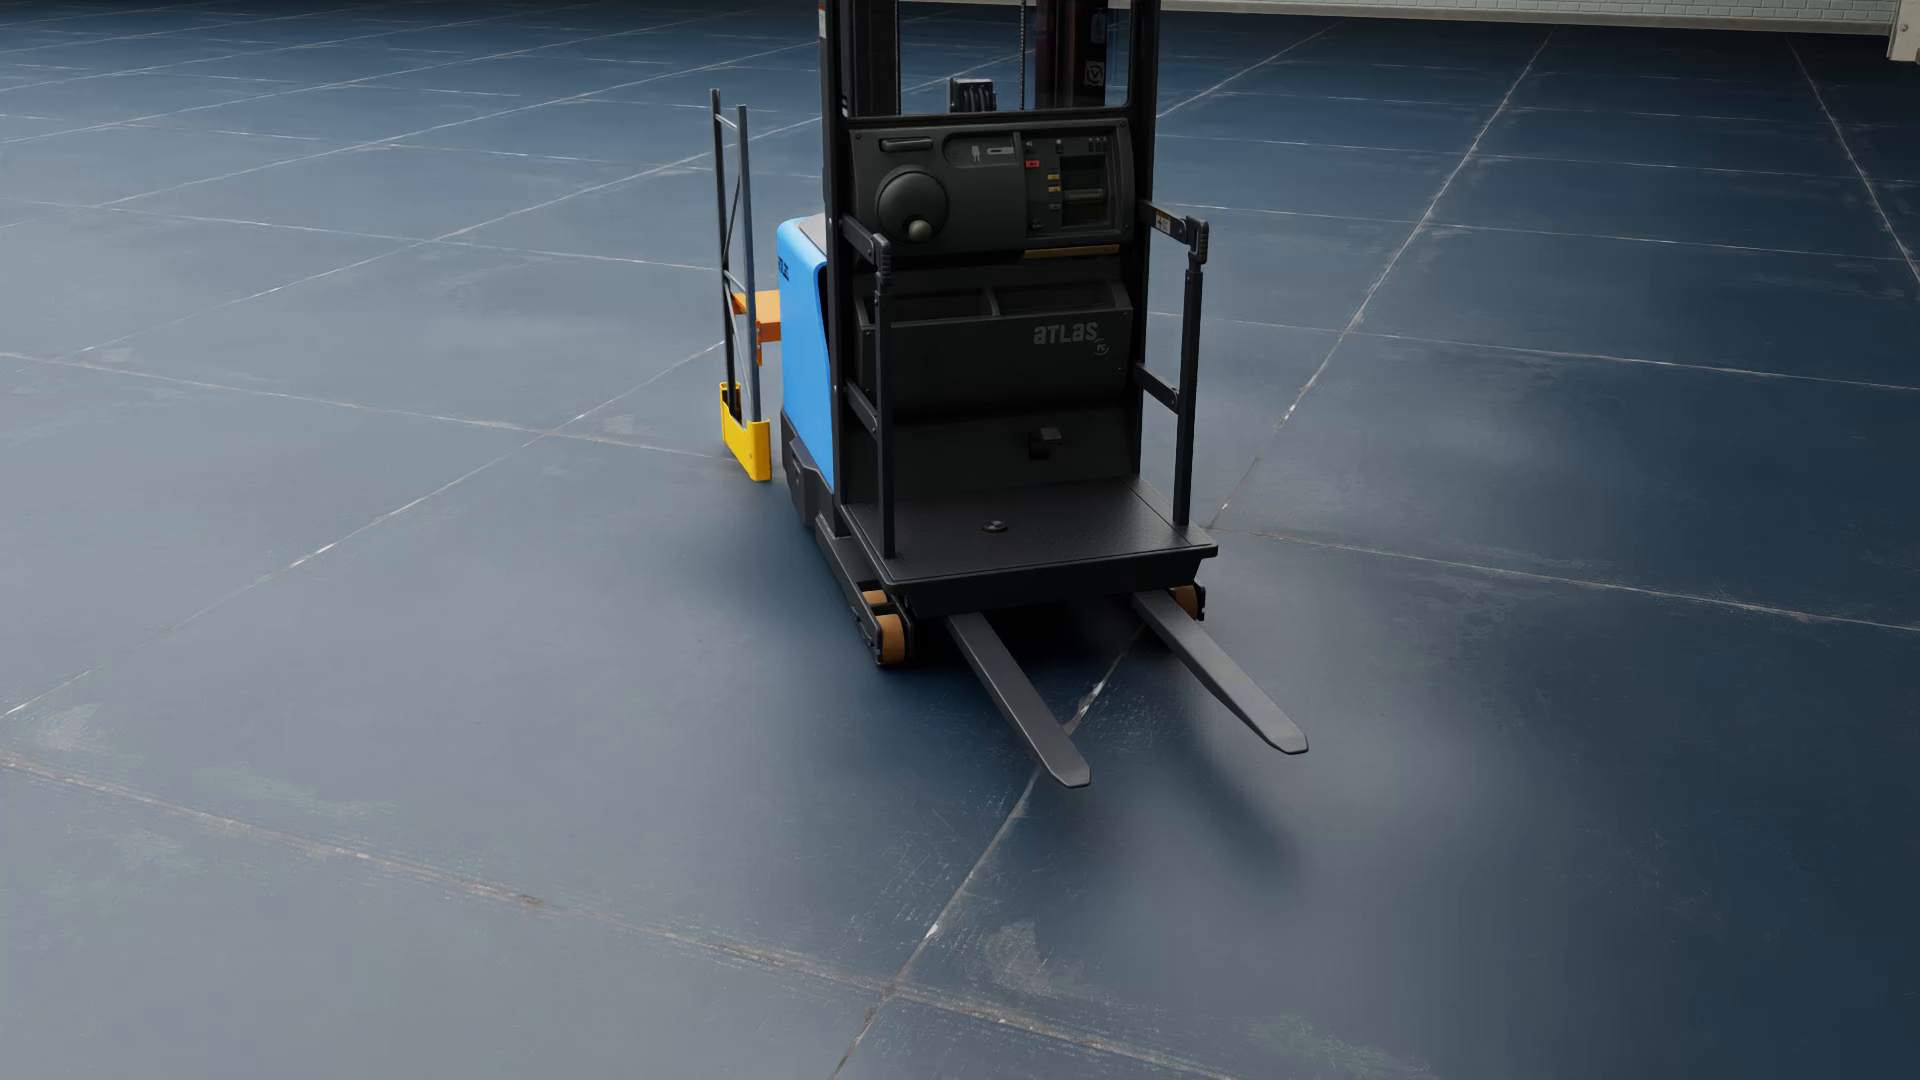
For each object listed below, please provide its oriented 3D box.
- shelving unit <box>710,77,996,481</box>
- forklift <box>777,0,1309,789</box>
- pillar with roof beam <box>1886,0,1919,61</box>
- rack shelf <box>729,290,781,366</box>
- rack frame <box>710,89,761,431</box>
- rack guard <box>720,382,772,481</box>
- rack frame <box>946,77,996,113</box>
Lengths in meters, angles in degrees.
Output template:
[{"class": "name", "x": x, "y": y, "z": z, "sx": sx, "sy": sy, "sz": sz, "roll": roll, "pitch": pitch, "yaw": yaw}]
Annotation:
[{"class": "shelving unit", "x": -0.443, "y": -1.110, "z": 6.962, "sx": 1.083, "sy": 1.500, "sz": 0.587, "roll": -8, "pitch": 24, "yaw": -19}, {"class": "forklift", "x": 0.173, "y": -1.121, "z": 5.131, "sx": 1.130, "sy": 2.935, "sz": 3.031, "roll": -6, "pitch": 23, "yaw": -15}, {"class": "pillar with roof beam", "x": 7.529, "y": -10.655, "z": 20.084, "sx": 9.100, "sy": 9.000, "sz": 0.400, "roll": 9, "pitch": 24, "yaw": 20}, {"class": "rack shelf", "x": -0.434, "y": -0.945, "z": 7.034, "sx": 1.000, "sy": 0.185, "sz": 0.538, "roll": -8, "pitch": 24, "yaw": -19}, {"class": "rack frame", "x": -0.911, "y": -1.043, "z": 6.802, "sx": 0.032, "sy": 1.500, "sz": 0.500, "roll": -8, "pitch": 24, "yaw": -19}, {"class": "rack guard", "x": -0.910, "y": -0.467, "z": 7.043, "sx": 0.087, "sy": 0.250, "sz": 0.587, "roll": -8, "pitch": 24, "yaw": -19}, {"class": "rack frame", "x": 0.043, "y": -1.179, "z": 7.128, "sx": 0.032, "sy": 1.500, "sz": 0.500, "roll": -8, "pitch": 24, "yaw": -19}]
